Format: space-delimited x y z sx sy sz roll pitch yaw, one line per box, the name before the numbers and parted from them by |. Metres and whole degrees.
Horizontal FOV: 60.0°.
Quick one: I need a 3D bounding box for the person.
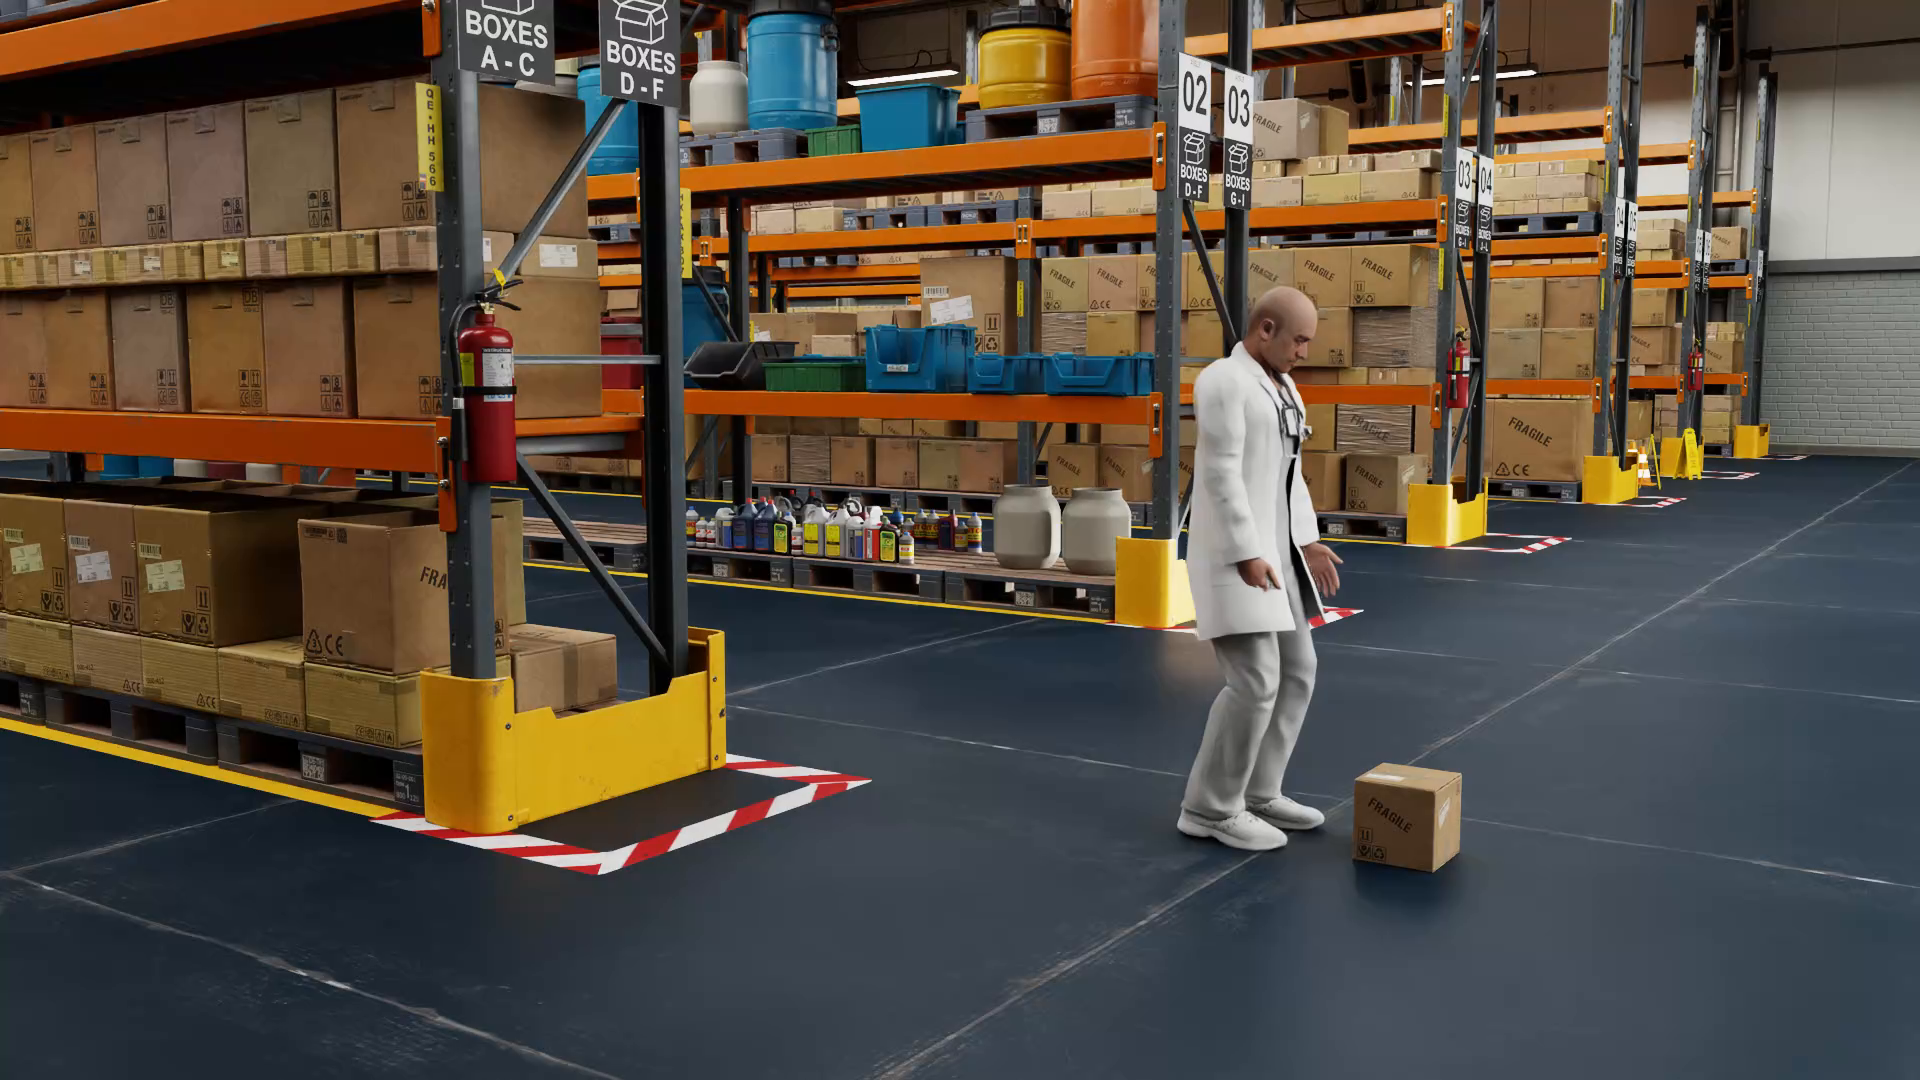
person | 0.950 0.074 5.287 0.396 1.746 0.583 4 8 35
